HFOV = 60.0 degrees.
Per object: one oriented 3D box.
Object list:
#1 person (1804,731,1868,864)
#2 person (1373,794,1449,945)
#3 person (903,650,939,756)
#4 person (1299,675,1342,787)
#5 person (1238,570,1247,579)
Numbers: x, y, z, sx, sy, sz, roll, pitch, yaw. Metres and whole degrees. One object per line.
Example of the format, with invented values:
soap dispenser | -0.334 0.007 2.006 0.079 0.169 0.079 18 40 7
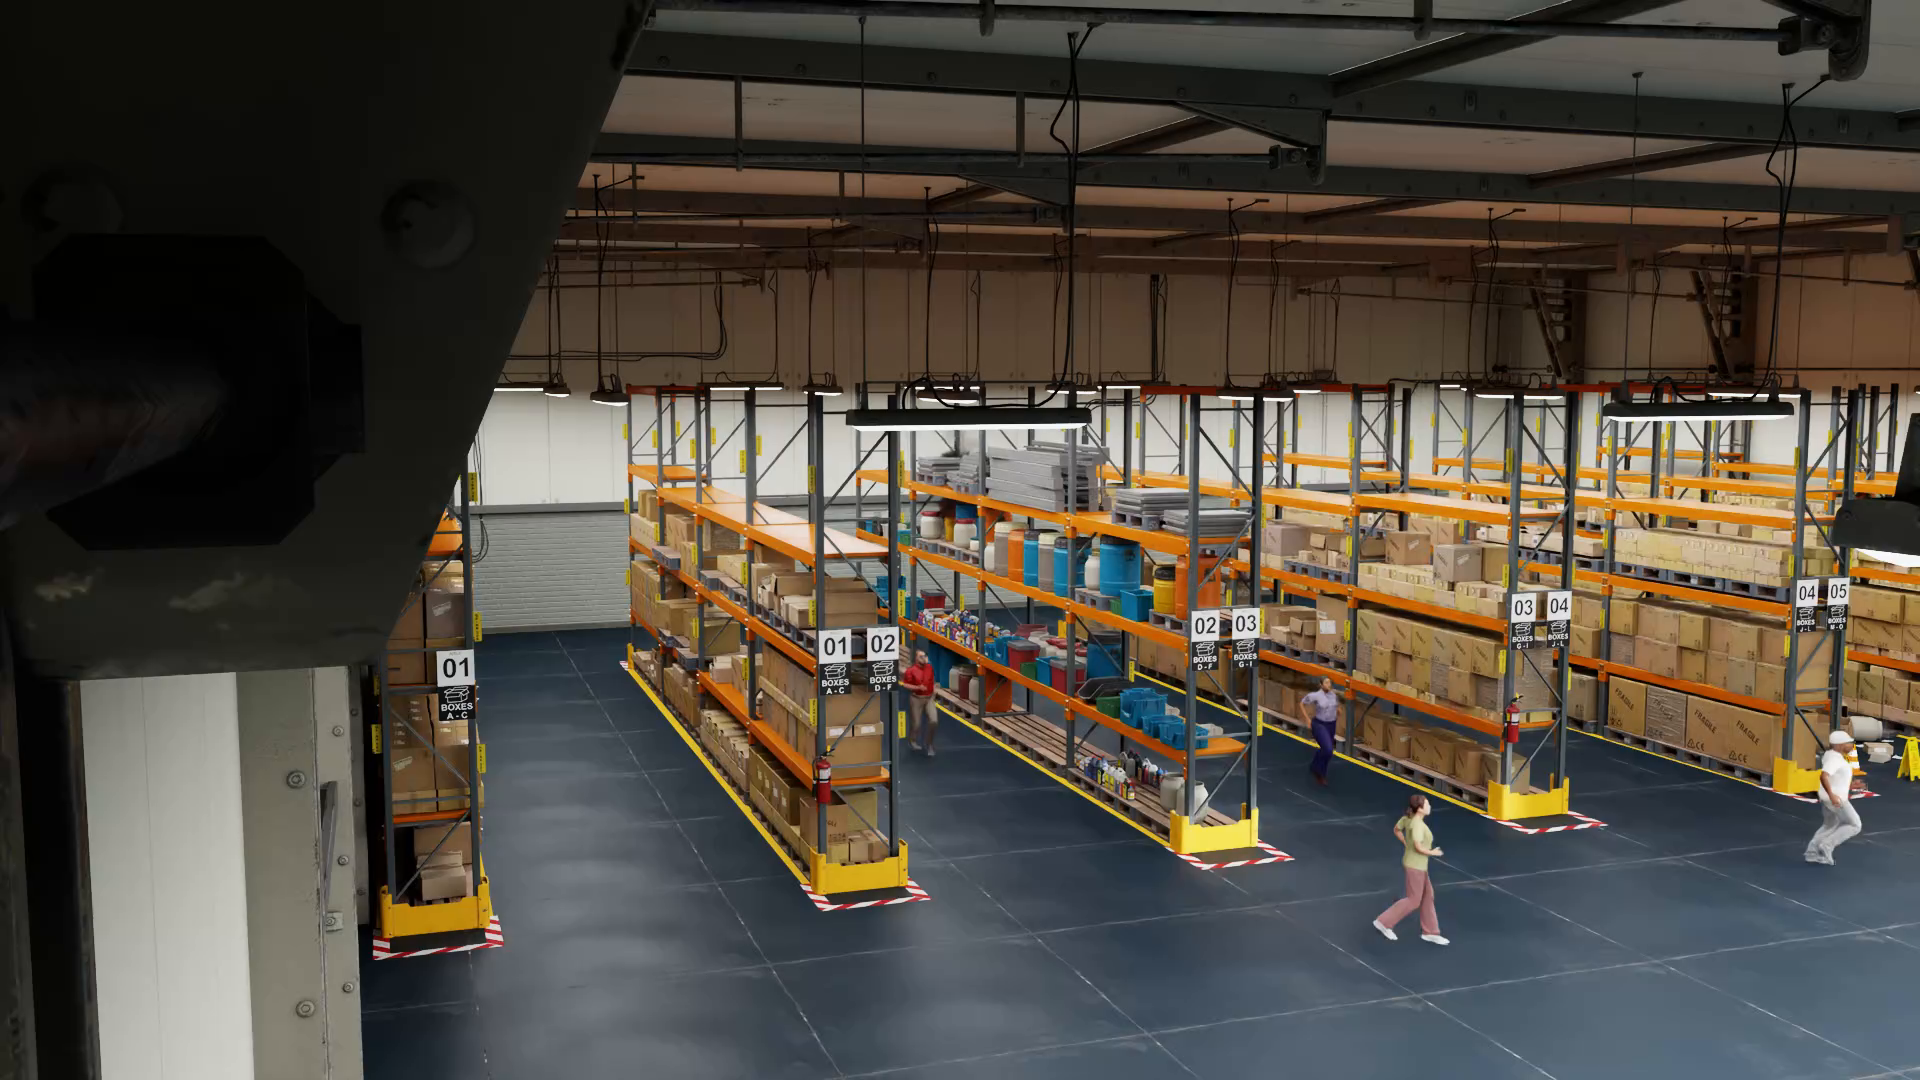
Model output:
person | 11.159 3.278 21.121 0.720 1.716 0.680 2 6 14
person | 4.972 3.616 18.266 0.848 1.688 0.598 0 6 5
person | -0.626 2.684 27.244 0.638 1.786 0.767 -3 7 -26
person | 5.550 2.908 25.368 0.576 1.697 0.720 -4 7 -33
person | 6.700 1.228 41.152 0.797 1.734 1.009 -2 6 -17
